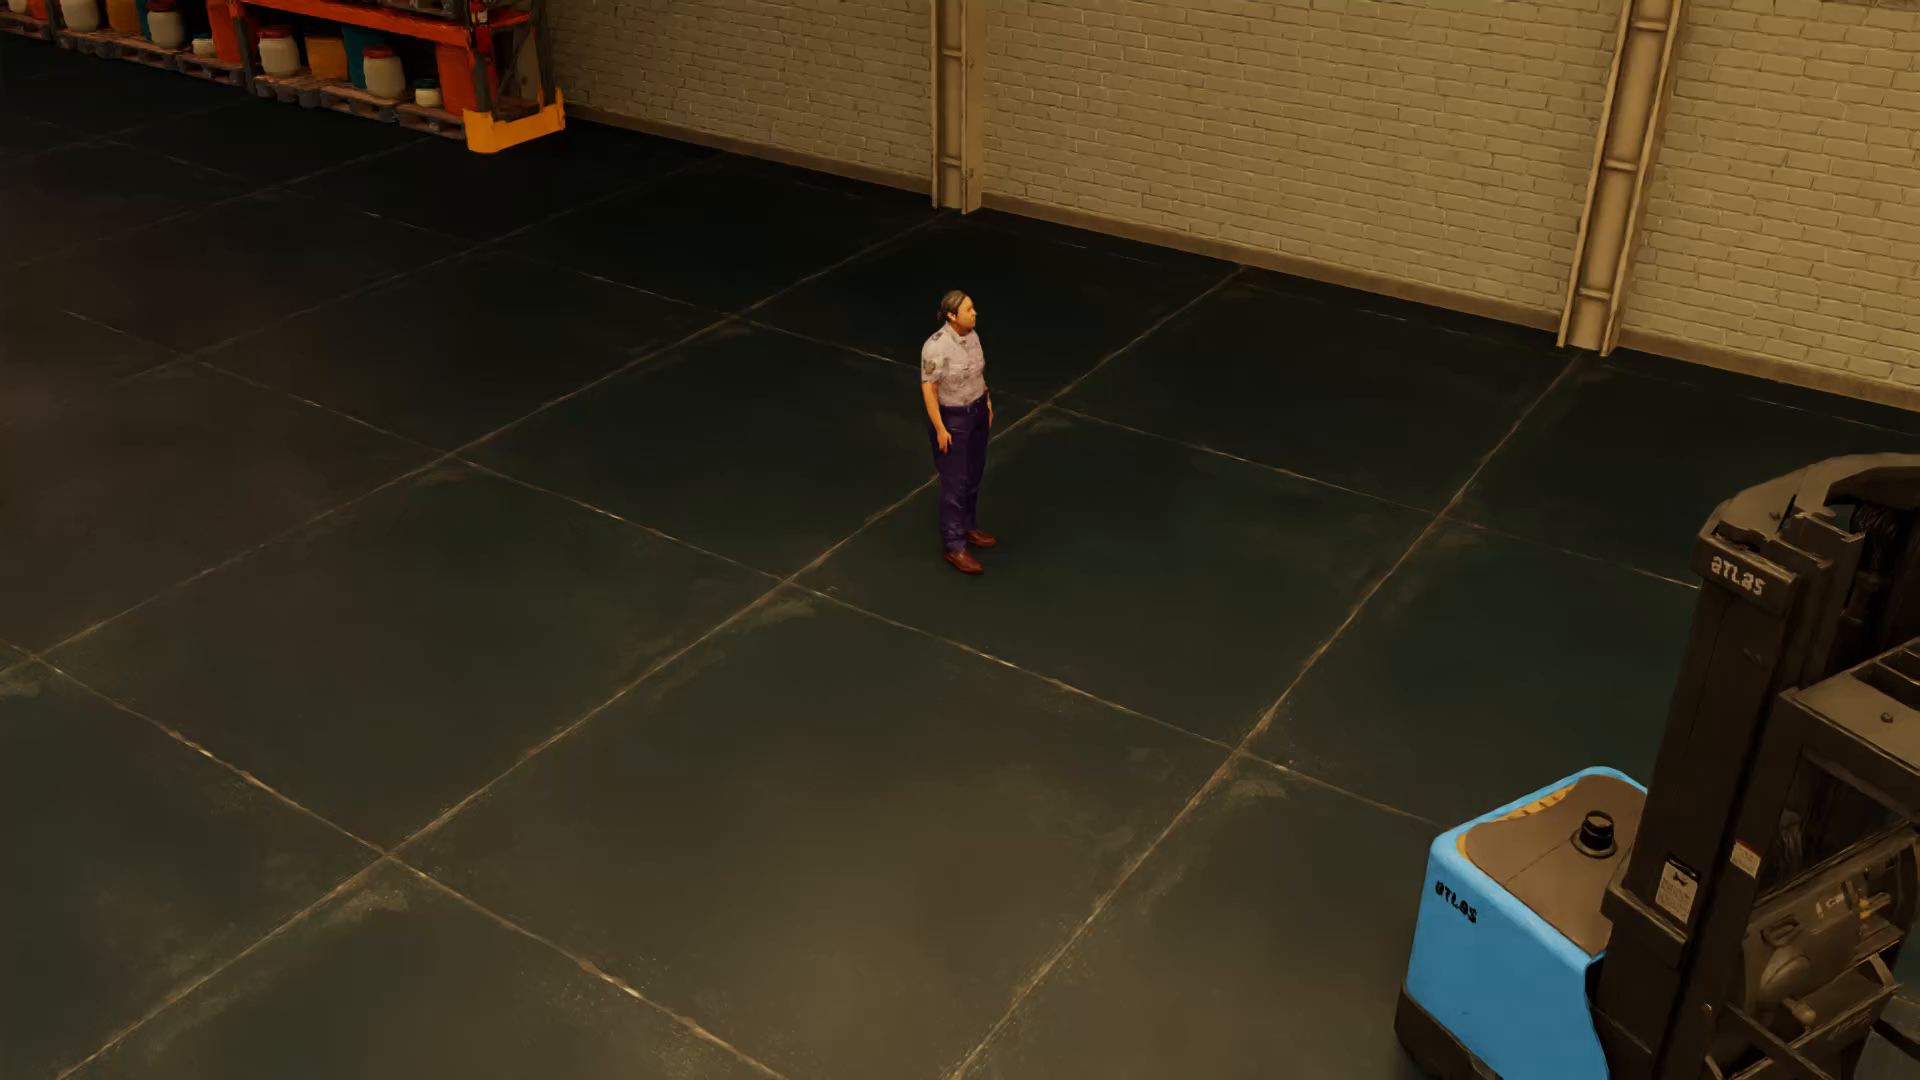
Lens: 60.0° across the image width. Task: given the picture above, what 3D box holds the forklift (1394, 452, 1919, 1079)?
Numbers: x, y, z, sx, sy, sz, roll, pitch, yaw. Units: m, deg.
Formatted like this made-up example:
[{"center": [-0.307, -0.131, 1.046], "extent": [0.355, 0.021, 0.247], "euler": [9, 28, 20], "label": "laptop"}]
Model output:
[{"center": [2.974, 1.324, 5.302], "extent": [1.130, 2.935, 3.031], "euler": [-16, 34, -26], "label": "forklift"}]

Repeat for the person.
[{"center": [0.062, -0.684, 10.023], "extent": [0.502, 1.650, 0.599], "euler": [19, 35, 29], "label": "person"}]
